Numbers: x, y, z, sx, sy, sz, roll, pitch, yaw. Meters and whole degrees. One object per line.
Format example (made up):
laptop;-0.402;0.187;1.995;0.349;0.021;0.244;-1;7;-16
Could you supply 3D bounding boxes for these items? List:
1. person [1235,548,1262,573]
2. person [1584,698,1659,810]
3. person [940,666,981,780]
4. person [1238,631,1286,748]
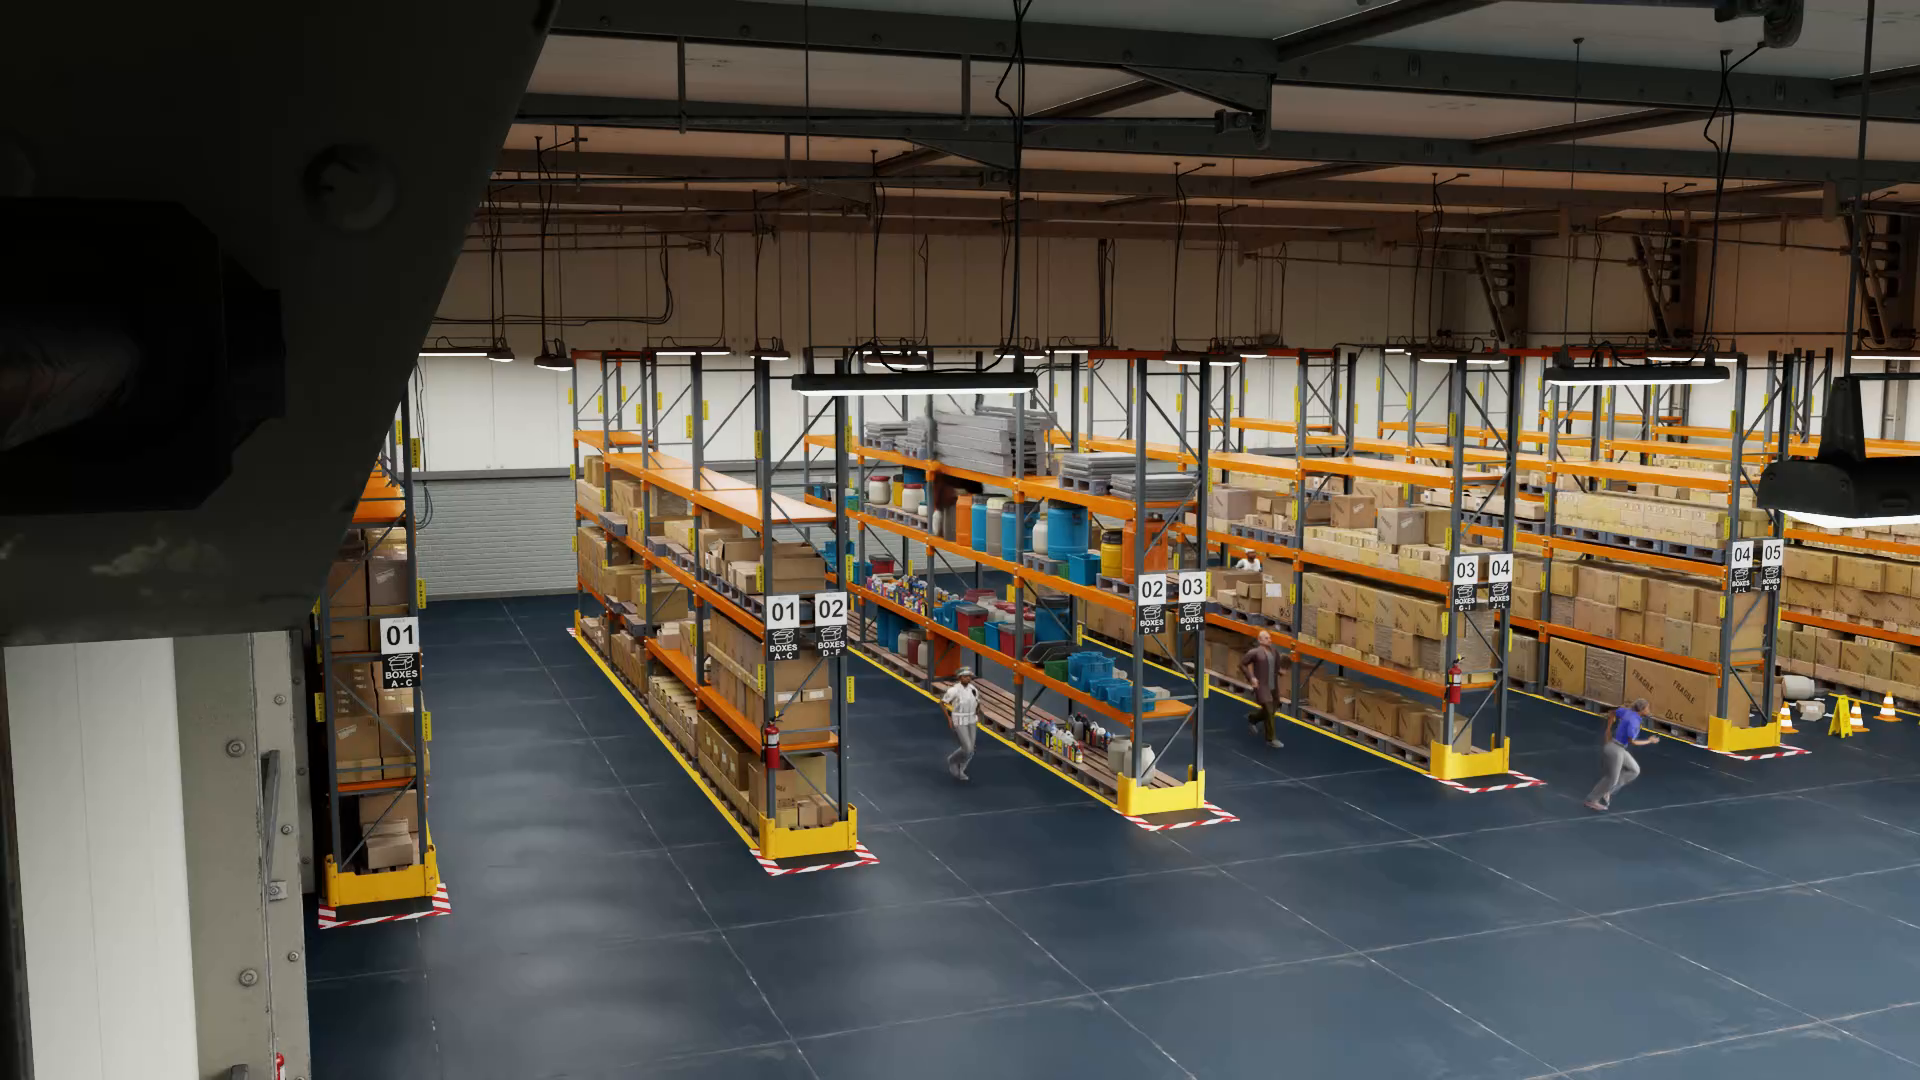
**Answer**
person;6.222;1.005;35.965;0.702;1.758;0.643;-3;8;-22
person;8.797;2.833;22.092;0.887;1.522;0.557;2;7;18
person;0.084;2.593;23.451;0.548;1.652;0.549;-5;9;-35
person;4.683;2.274;25.635;0.719;1.752;0.980;-4;8;-32
